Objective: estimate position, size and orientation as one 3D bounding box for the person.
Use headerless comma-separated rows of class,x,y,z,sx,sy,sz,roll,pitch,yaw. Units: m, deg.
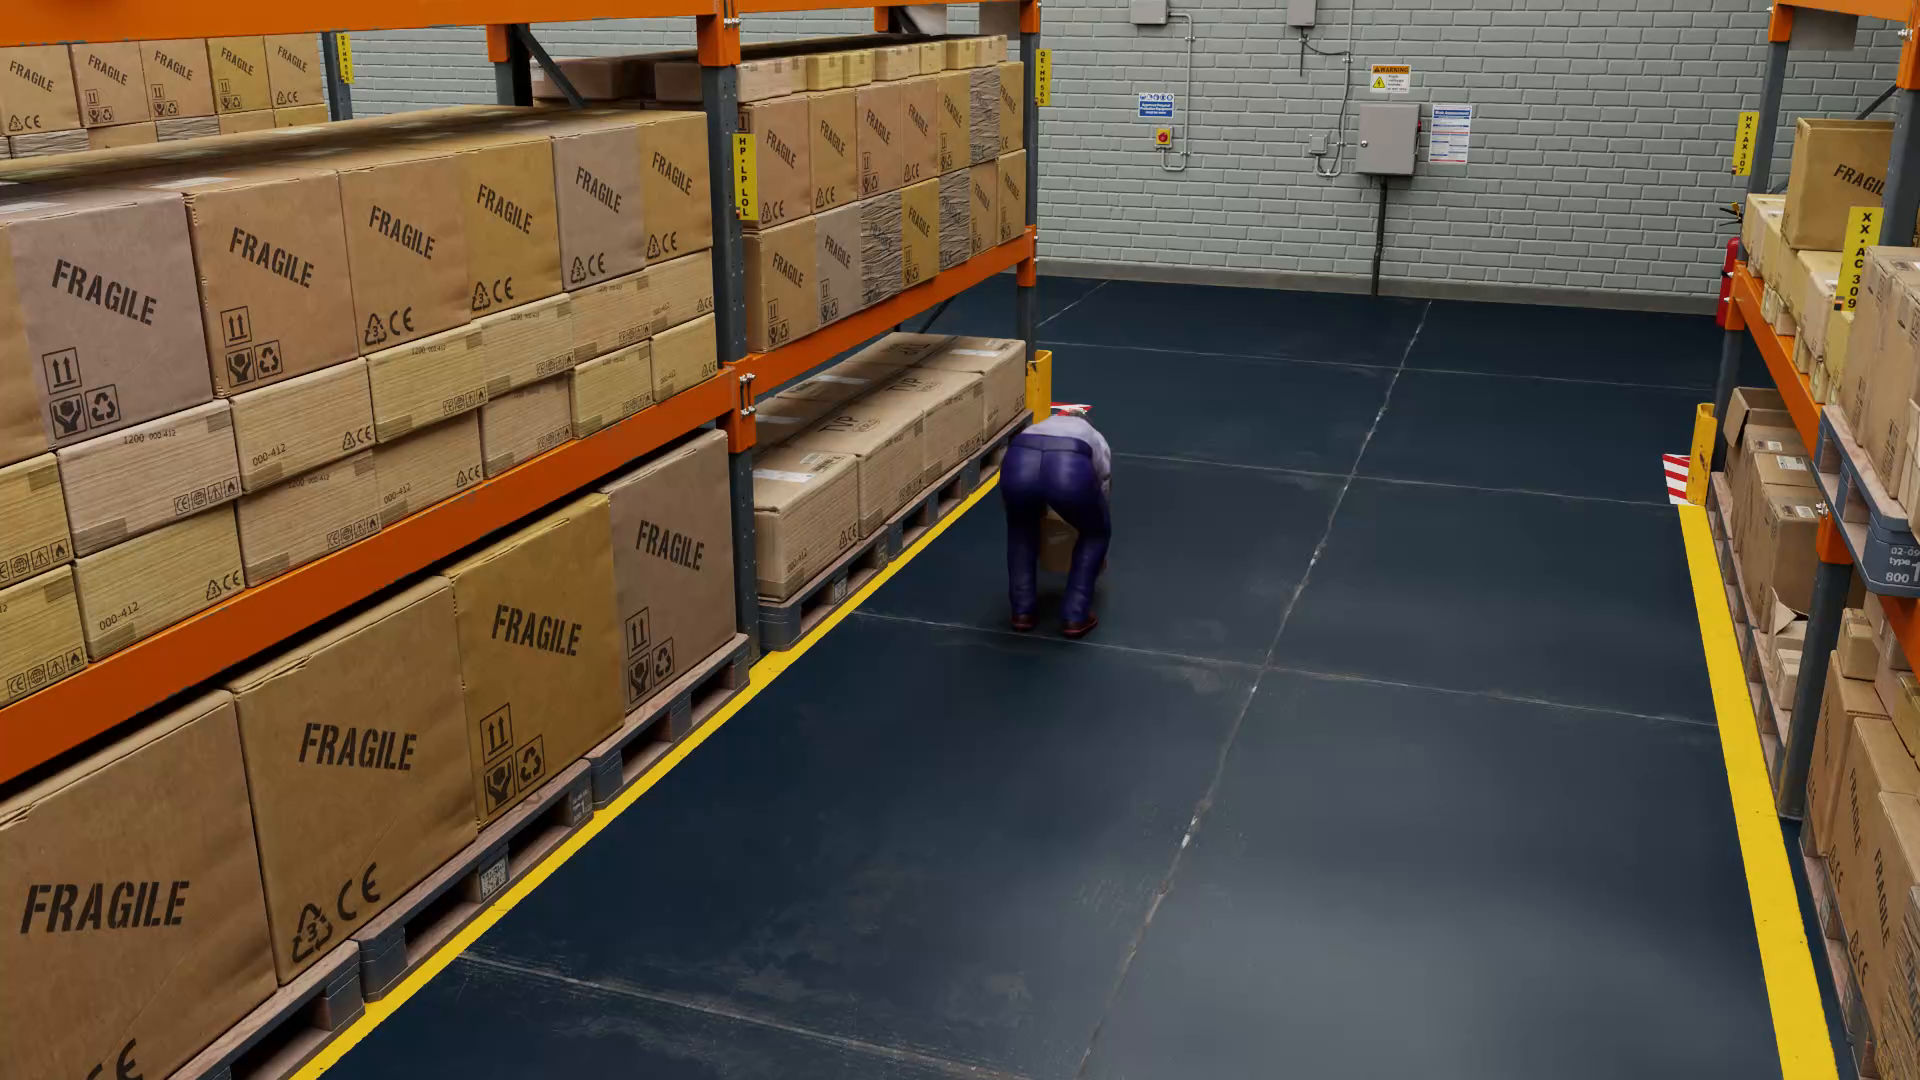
person,0.456,-0.106,7.475,0.480,0.956,0.907,5,20,16
